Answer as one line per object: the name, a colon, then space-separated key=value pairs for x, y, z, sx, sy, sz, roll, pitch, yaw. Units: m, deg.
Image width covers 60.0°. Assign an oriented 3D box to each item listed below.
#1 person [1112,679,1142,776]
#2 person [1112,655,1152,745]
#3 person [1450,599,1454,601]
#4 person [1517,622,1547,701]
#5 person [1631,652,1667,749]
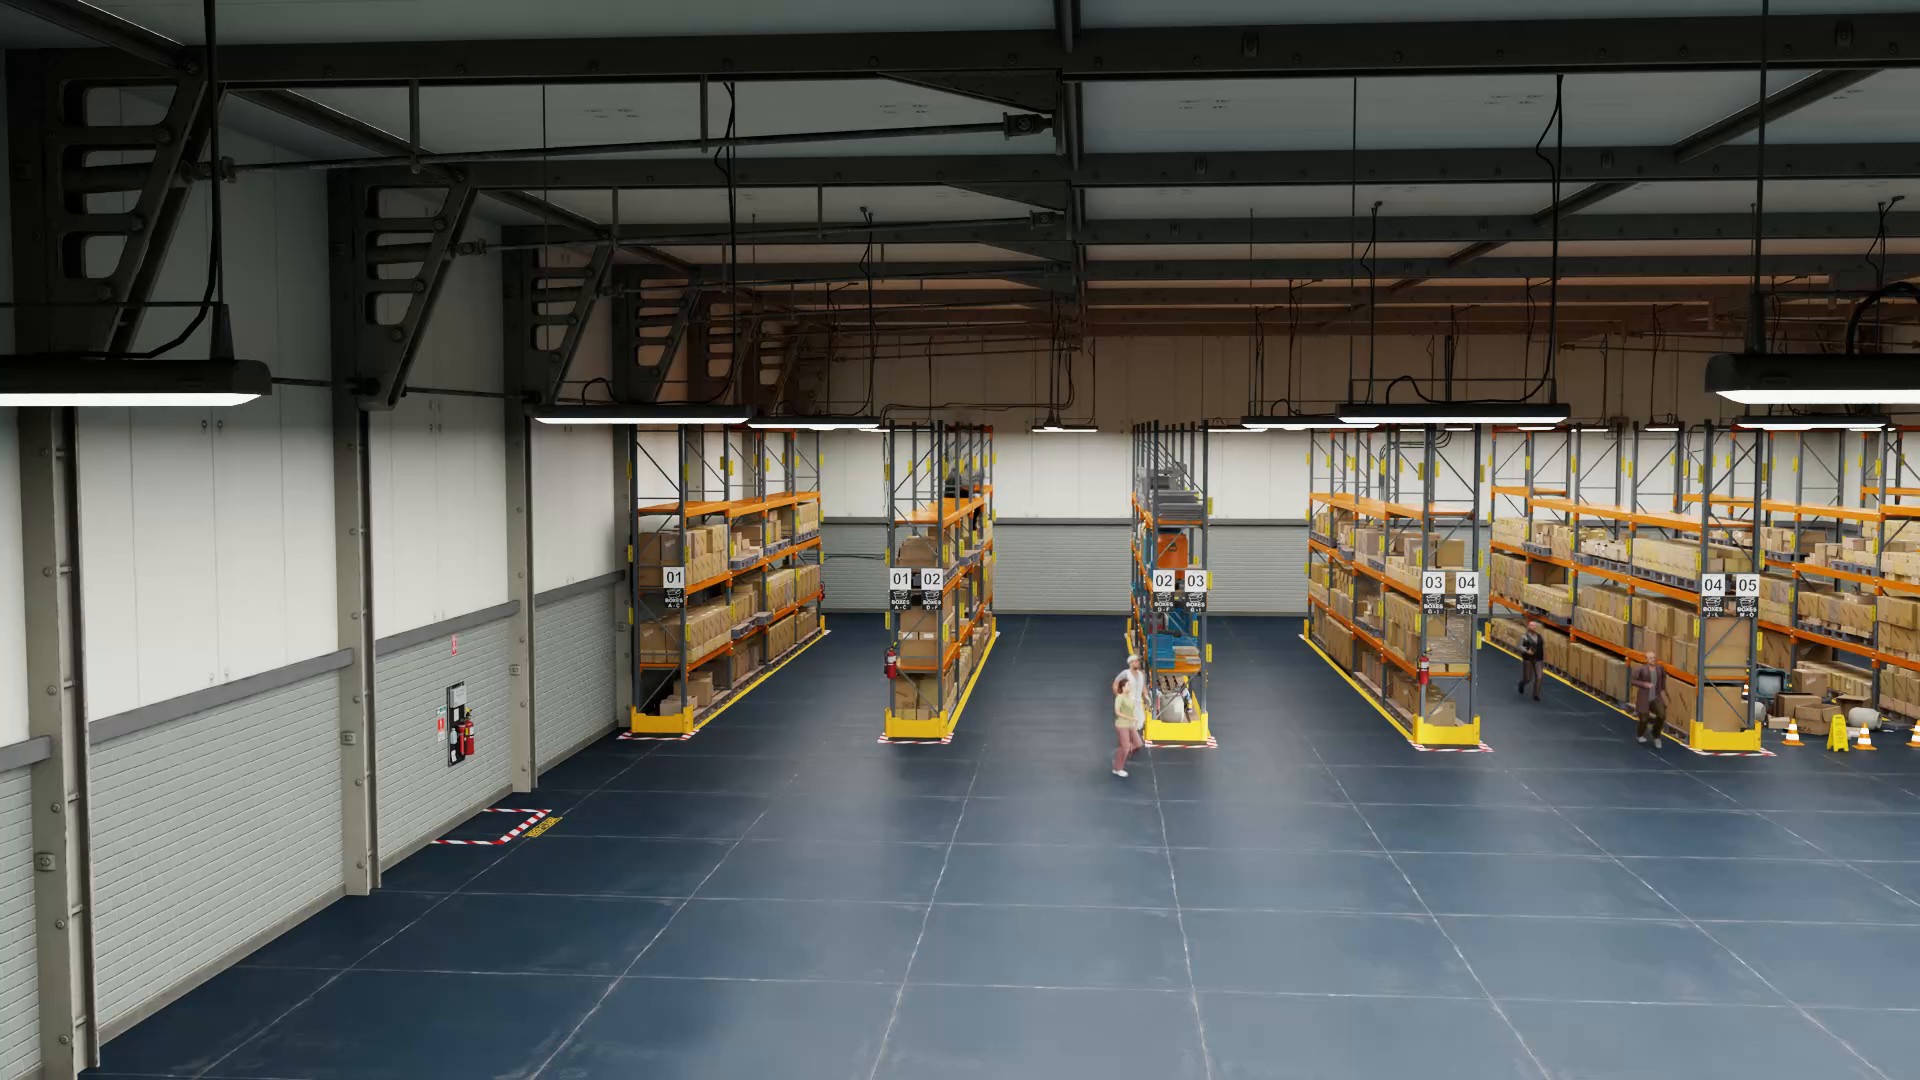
person: x=2.807 y=3.136 z=27.900 sx=0.544 sy=1.639 sz=0.602 roll=2 pitch=4 yaw=34
person: x=3.122 y=2.957 z=30.155 sx=0.717 sy=1.734 sz=0.547 roll=-2 pitch=4 yaw=-27
person: x=13.416 y=1.929 z=46.598 sx=0.797 sy=1.673 sz=0.588 roll=2 pitch=4 yaw=33
person: x=12.369 y=2.608 z=35.945 sx=0.669 sy=1.685 sz=0.789 roll=0 pitch=4 yaw=-5
person: x=12.640 y=2.924 z=30.486 sx=0.718 sy=1.782 sz=0.871 roll=0 pitch=4 yaw=4
